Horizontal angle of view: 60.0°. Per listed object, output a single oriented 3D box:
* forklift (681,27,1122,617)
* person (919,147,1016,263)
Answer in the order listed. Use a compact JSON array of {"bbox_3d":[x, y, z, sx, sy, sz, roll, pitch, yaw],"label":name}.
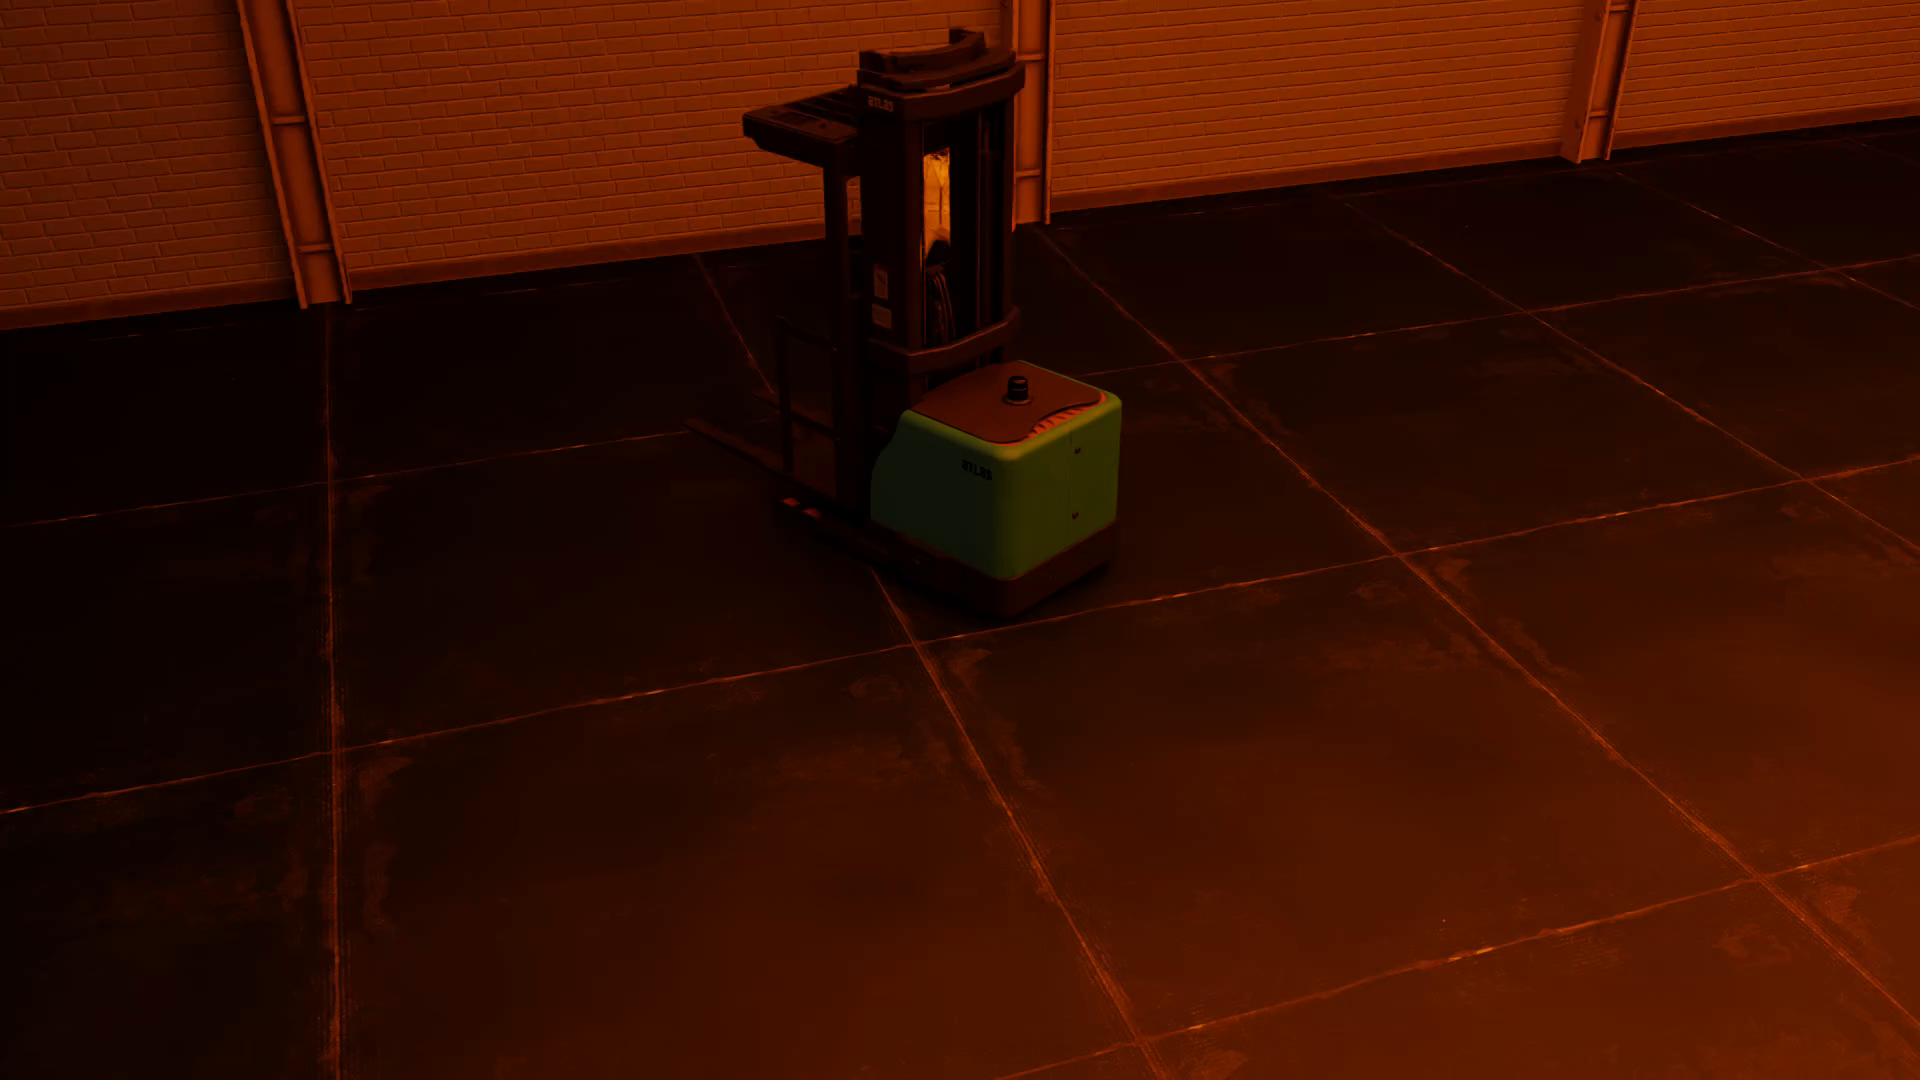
[{"bbox_3d":[-0.502,-1.467,9.637,3.031,2.935,1.130,25,38,36],"label":"forklift"},{"bbox_3d":[-0.088,-2.415,12.666,0.967,1.624,0.781,-5,30,-8],"label":"person"}]
